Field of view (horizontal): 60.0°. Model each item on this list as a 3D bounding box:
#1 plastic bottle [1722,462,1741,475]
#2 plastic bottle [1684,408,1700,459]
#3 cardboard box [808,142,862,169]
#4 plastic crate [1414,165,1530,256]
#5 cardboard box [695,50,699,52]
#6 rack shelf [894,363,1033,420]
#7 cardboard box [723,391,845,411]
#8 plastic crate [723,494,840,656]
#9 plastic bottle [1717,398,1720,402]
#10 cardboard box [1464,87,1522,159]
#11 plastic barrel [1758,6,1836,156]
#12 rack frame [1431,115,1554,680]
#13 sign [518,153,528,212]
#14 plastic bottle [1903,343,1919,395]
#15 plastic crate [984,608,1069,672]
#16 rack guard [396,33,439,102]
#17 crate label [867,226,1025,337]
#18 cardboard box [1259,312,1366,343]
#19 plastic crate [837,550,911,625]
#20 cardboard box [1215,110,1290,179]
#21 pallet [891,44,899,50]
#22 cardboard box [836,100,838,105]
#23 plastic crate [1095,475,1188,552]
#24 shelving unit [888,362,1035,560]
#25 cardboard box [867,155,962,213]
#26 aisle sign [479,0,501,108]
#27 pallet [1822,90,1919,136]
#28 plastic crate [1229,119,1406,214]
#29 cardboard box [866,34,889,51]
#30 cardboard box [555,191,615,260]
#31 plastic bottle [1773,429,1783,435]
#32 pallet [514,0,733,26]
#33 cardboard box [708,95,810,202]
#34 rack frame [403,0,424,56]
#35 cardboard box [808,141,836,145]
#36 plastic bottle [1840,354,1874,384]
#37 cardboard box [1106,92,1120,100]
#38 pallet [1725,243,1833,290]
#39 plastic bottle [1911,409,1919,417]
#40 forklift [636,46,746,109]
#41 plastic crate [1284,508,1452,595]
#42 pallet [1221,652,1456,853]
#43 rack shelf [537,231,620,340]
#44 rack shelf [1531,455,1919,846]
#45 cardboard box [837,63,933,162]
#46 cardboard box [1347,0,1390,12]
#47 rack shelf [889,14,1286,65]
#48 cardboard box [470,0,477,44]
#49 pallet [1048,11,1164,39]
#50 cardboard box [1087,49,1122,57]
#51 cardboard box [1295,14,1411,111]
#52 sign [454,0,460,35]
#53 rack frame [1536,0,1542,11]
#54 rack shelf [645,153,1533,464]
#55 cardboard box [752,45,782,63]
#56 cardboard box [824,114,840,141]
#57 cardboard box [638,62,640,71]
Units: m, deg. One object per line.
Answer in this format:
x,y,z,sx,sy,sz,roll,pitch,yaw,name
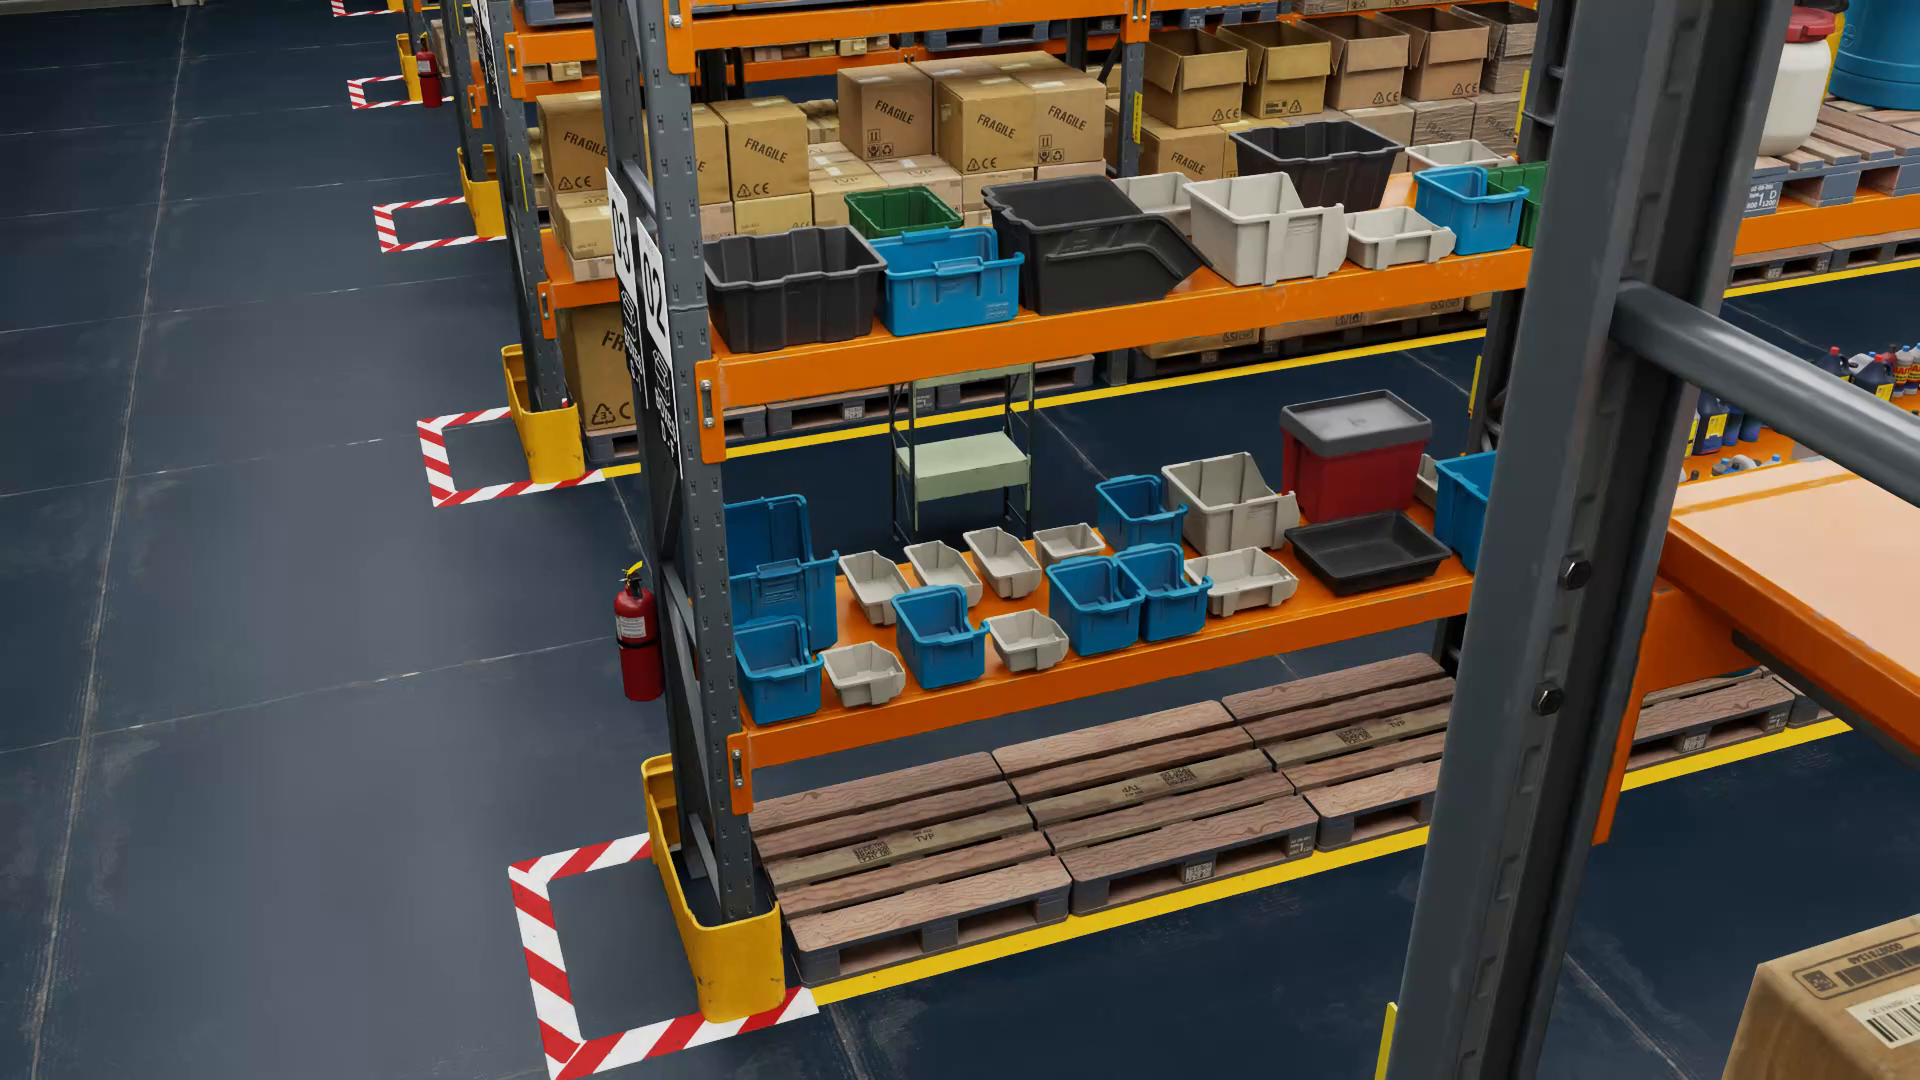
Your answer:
3.518,-0.228,7.601,0.097,0.271,0.097,0,30,0,plastic bottle
3.505,-0.573,8.125,0.185,0.351,0.144,-10,31,-18,plastic bottle
-0.968,-2.496,11.302,0.500,0.250,0.500,-10,31,-18,cardboard box
1.965,-1.276,6.449,0.300,0.233,0.416,-10,31,-18,plastic crate
-2.454,-4.672,14.870,0.500,0.500,0.500,-11,32,-19,cardboard box
0.006,-0.992,9.538,0.720,0.370,0.431,-10,31,-18,rack shelf
-1.344,-1.522,11.464,0.875,0.875,0.875,-10,31,-18,cardboard box
-0.793,0.154,6.704,0.499,0.435,0.616,-10,31,-18,plastic crate
3.779,-0.665,8.362,0.135,0.276,0.152,-10,31,-18,plastic bottle
3.884,-3.099,12.408,0.500,0.500,0.500,-11,31,-18,cardboard box
3.288,-1.870,6.761,0.433,0.535,0.433,0,30,0,plastic barrel
2.707,-0.350,7.685,0.127,3.000,1.000,-10,31,-18,rack frame
-2.581,-2.110,9.819,0.005,0.325,0.100,-10,31,-18,sign
5.045,-0.910,8.798,0.097,0.271,0.097,0,30,0,plastic bottle
0.270,0.405,6.566,0.298,0.136,0.250,-10,31,-18,plastic crate
-6.247,-5.465,19.189,0.348,0.500,1.175,-10,31,-18,rack guard
-0.064,-0.908,5.784,0.502,0.251,0.408,-10,31,-18,crate label
2.410,-2.182,12.623,0.875,0.875,1.225,-12,32,-19,cardboard box
-0.340,0.204,6.918,0.243,0.136,0.396,-10,31,-18,plastic crate
1.969,-2.742,11.783,0.500,0.500,0.500,-10,31,-18,cardboard box
-0.633,-6.415,21.147,1.213,0.211,1.003,-10,31,-18,pallet
-1.050,-4.206,16.307,0.250,0.149,0.380,-9,31,-16,cardboard box
0.794,-0.087,7.331,0.300,0.233,0.416,-10,31,-18,plastic crate
0.006,-0.653,9.731,0.755,1.500,0.431,-10,31,-18,shelving unit
-0.304,-2.336,11.021,0.500,0.250,0.500,-10,31,-17,cardboard box
-2.731,-2.936,9.597,0.004,0.787,0.394,-10,31,-18,aisle sign
4.470,-1.949,7.653,1.213,0.211,1.003,-10,31,-18,pallet
1.448,-1.510,6.822,0.590,0.269,0.497,-10,31,-18,plastic crate
-0.841,-4.700,15.574,0.250,0.149,0.380,-11,31,-18,cardboard box
-2.225,-1.980,10.396,0.500,0.250,0.500,-11,32,-19,cardboard box
4.184,-0.671,8.379,0.097,0.271,0.097,0,30,0,plastic bottle
-2.077,-3.356,10.020,1.213,0.211,1.003,-10,31,-18,pallet
-1.273,-2.484,10.524,0.500,0.500,0.500,-11,32,-19,cardboard box
-6.224,-6.556,18.577,0.127,3.000,1.000,-10,31,-18,rack frame
-1.333,-3.731,15.775,0.250,0.149,0.380,-12,32,-19,cardboard box
4.638,-0.823,8.640,0.135,0.276,0.152,-10,31,-18,plastic bottle
1.591,-4.332,16.775,0.500,0.500,0.500,-12,32,-20,cardboard box
6.604,-2.470,14.223,1.213,0.211,1.003,-10,31,-18,pallet
4.610,-0.505,8.087,0.097,0.271,0.097,0,30,0,plastic bottle
-2.245,-3.598,13.454,1.130,2.935,3.031,0,30,0,forklift
1.752,0.061,7.181,0.590,0.125,0.437,-10,31,-18,plastic crate
2.032,1.006,8.121,1.213,0.211,1.003,-10,31,-18,pallet
-0.894,-1.991,11.291,4.000,0.370,1.077,-10,31,-18,rack shelf
2.557,0.001,1.738,4.000,0.370,1.077,-10,31,-18,rack shelf
-0.508,-2.901,11.255,0.500,0.500,0.500,-11,32,-19,cardboard box
4.085,-5.742,17.048,0.500,0.500,0.500,-11,31,-18,cardboard box
1.220,-5.000,16.573,4.000,0.370,1.077,-10,31,-18,rack shelf
-4.072,-4.646,14.824,0.500,0.500,0.500,-10,31,-17,cardboard box
1.253,-5.213,16.415,1.213,0.211,1.003,-10,31,-18,pallet
1.420,-4.906,17.025,0.500,0.250,0.500,-10,31,-17,cardboard box
2.800,-3.469,12.046,0.637,0.503,0.797,-9,31,-16,cardboard box
-4.214,-4.401,13.921,0.005,0.325,0.100,-10,31,-18,sign
4.729,-3.339,12.931,0.127,3.000,1.000,-10,31,-18,rack frame
0.833,-0.996,6.515,4.000,0.370,1.077,-10,31,-18,rack shelf
-1.810,-4.493,15.210,0.250,0.149,0.380,-12,32,-20,cardboard box
-1.123,-3.925,15.814,0.250,0.149,0.380,-10,31,-17,cardboard box
-3.033,-4.300,14.871,0.250,0.149,0.380,-11,31,-18,cardboard box
